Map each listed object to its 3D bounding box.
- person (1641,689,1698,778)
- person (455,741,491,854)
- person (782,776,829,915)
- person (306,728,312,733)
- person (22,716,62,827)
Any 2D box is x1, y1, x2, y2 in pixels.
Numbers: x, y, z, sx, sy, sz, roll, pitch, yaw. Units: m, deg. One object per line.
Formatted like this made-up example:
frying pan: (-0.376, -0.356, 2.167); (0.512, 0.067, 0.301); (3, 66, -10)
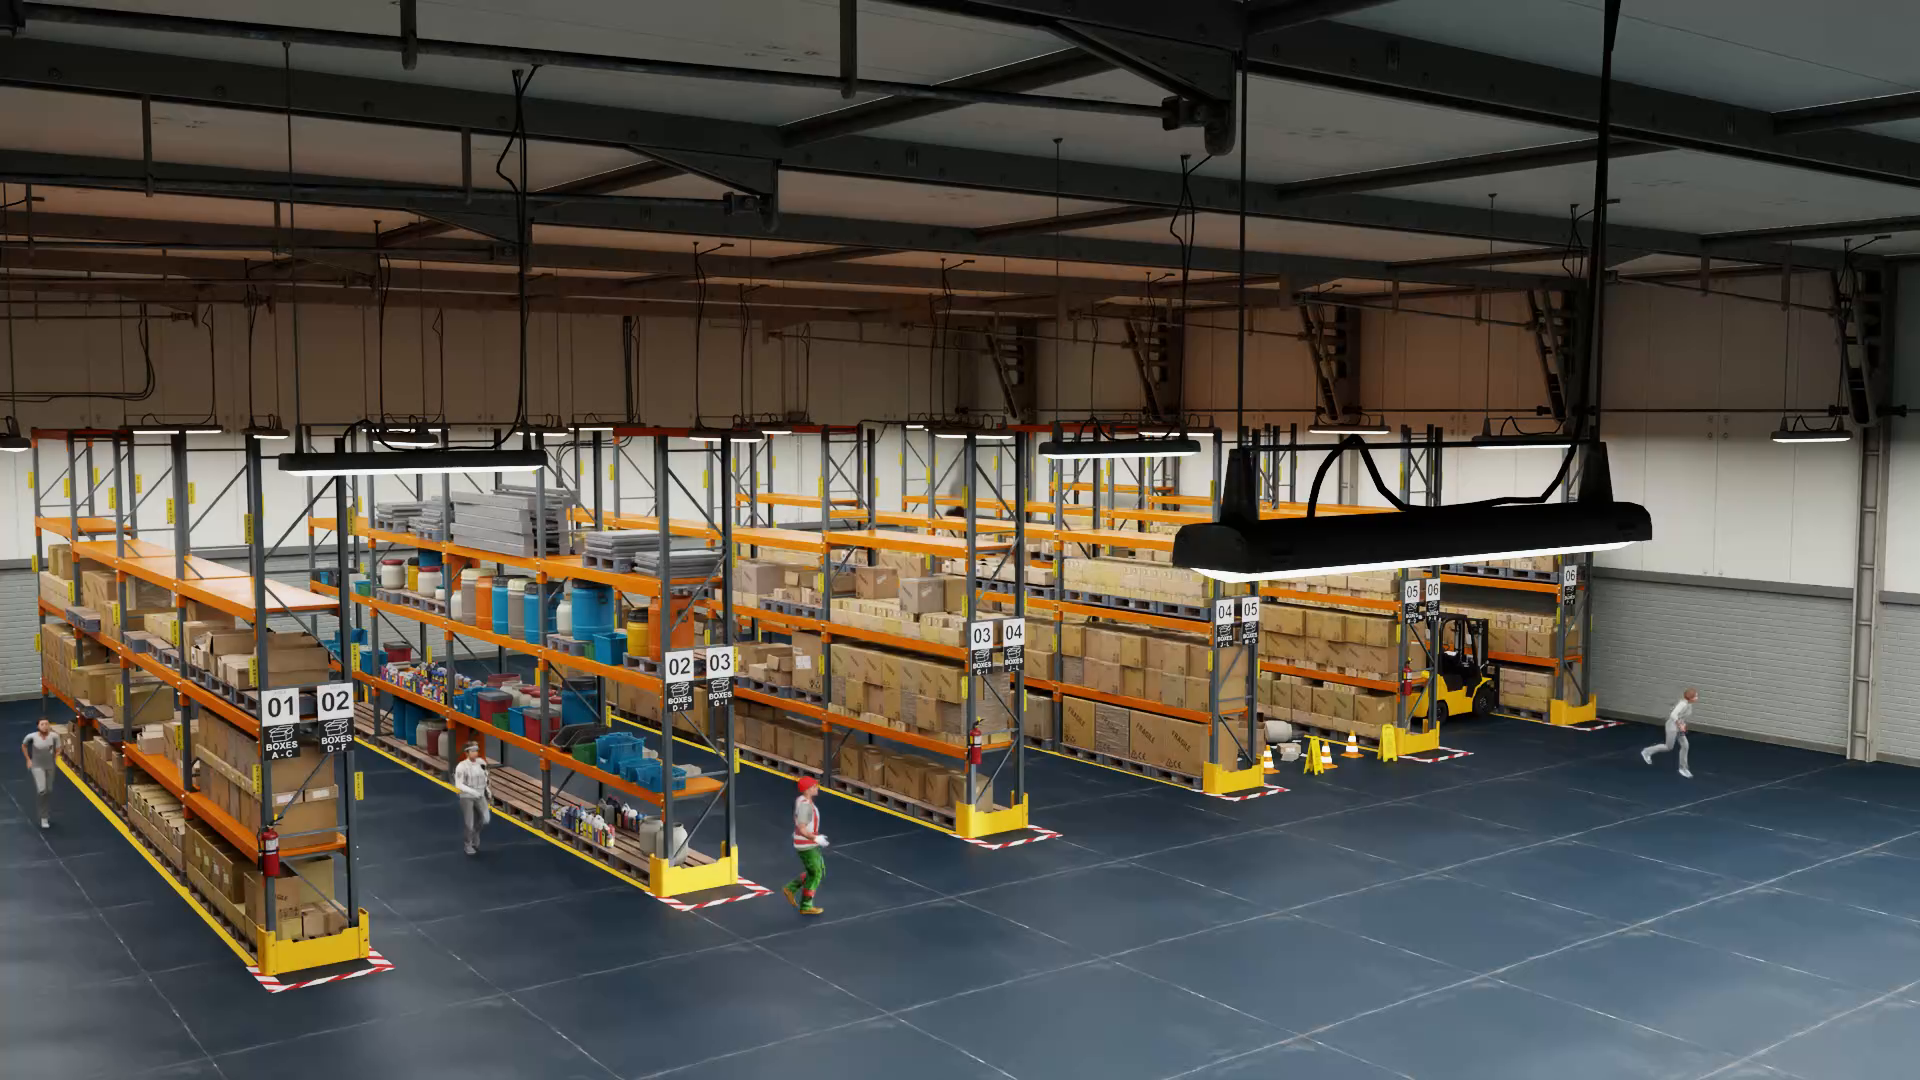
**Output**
person: (12.337, 3.318, 28.916); (0.897, 1.549, 0.559); (3, 5, 34)
person: (-6.882, 3.651, 23.604); (0.592, 1.646, 0.631); (-4, 6, -43)
person: (-1.936, 3.822, 20.793); (0.596, 1.748, 0.657); (0, 4, -5)
person: (-11.777, 3.156, 29.580); (0.933, 1.669, 0.598); (4, 6, 44)
person: (-14.010, 3.526, 25.420); (0.499, 1.710, 0.841); (-4, 6, -44)
